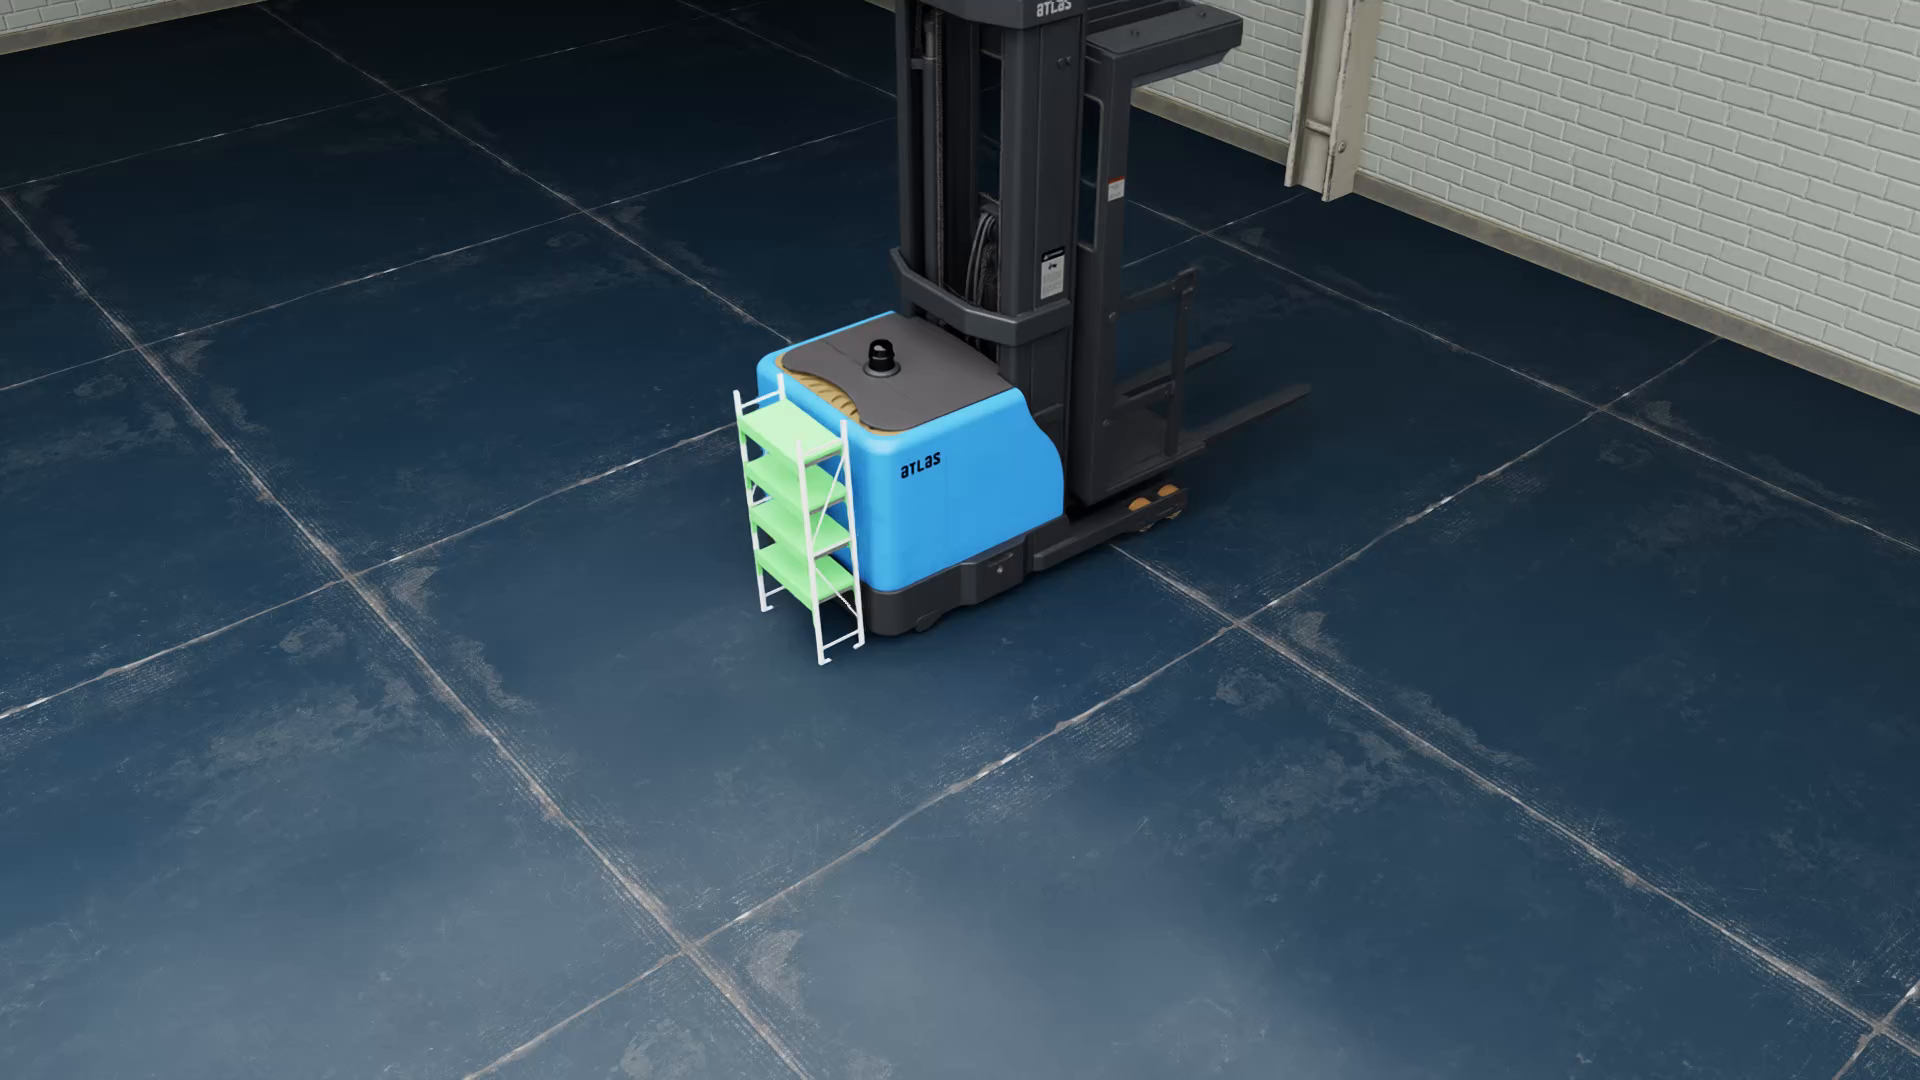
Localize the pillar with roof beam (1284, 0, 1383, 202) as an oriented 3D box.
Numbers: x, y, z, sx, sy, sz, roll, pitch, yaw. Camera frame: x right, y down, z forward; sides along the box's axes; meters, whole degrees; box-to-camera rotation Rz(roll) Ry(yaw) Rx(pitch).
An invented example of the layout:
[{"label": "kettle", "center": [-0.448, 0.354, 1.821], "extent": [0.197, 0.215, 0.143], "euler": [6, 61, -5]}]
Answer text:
[{"label": "pillar with roof beam", "center": [-0.744, -4.562, 6.906], "extent": [9.100, 9.000, 0.400], "euler": [-26, 43, -32]}]

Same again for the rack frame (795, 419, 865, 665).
[{"label": "rack frame", "center": [-0.551, 0.032, 7.158], "extent": [0.240, 1.200, 0.015], "euler": [-25, 42, -28]}]

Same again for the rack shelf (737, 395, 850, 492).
[{"label": "rack shelf", "center": [-0.711, -0.414, 7.069], "extent": [0.258, 0.148, 0.480], "euler": [-25, 42, -28]}]

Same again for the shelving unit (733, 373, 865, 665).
[{"label": "shelving unit", "center": [-0.698, -0.080, 7.317], "extent": [0.258, 1.200, 0.503], "euler": [-25, 42, -28]}]

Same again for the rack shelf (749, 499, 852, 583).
[{"label": "rack shelf", "center": [-0.696, -0.029, 7.355], "extent": [0.258, 0.148, 0.480], "euler": [-25, 42, -28]}]

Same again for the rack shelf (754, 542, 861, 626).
[{"label": "rack shelf", "center": [-0.689, 0.164, 7.498], "extent": [0.258, 0.148, 0.480], "euler": [-25, 42, -28]}]

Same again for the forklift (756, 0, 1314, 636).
[{"label": "forklift", "center": [0.529, -1.457, 7.771], "extent": [3.031, 2.935, 1.130], "euler": [-24, 42, -30]}]

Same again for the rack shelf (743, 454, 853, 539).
[{"label": "rack shelf", "center": [-0.704, -0.222, 7.212], "extent": [0.258, 0.148, 0.480], "euler": [-25, 42, -28]}]

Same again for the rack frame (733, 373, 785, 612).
[{"label": "rack frame", "center": [-0.846, -0.192, 7.475], "extent": [0.240, 1.200, 0.015], "euler": [-25, 42, -28]}]
